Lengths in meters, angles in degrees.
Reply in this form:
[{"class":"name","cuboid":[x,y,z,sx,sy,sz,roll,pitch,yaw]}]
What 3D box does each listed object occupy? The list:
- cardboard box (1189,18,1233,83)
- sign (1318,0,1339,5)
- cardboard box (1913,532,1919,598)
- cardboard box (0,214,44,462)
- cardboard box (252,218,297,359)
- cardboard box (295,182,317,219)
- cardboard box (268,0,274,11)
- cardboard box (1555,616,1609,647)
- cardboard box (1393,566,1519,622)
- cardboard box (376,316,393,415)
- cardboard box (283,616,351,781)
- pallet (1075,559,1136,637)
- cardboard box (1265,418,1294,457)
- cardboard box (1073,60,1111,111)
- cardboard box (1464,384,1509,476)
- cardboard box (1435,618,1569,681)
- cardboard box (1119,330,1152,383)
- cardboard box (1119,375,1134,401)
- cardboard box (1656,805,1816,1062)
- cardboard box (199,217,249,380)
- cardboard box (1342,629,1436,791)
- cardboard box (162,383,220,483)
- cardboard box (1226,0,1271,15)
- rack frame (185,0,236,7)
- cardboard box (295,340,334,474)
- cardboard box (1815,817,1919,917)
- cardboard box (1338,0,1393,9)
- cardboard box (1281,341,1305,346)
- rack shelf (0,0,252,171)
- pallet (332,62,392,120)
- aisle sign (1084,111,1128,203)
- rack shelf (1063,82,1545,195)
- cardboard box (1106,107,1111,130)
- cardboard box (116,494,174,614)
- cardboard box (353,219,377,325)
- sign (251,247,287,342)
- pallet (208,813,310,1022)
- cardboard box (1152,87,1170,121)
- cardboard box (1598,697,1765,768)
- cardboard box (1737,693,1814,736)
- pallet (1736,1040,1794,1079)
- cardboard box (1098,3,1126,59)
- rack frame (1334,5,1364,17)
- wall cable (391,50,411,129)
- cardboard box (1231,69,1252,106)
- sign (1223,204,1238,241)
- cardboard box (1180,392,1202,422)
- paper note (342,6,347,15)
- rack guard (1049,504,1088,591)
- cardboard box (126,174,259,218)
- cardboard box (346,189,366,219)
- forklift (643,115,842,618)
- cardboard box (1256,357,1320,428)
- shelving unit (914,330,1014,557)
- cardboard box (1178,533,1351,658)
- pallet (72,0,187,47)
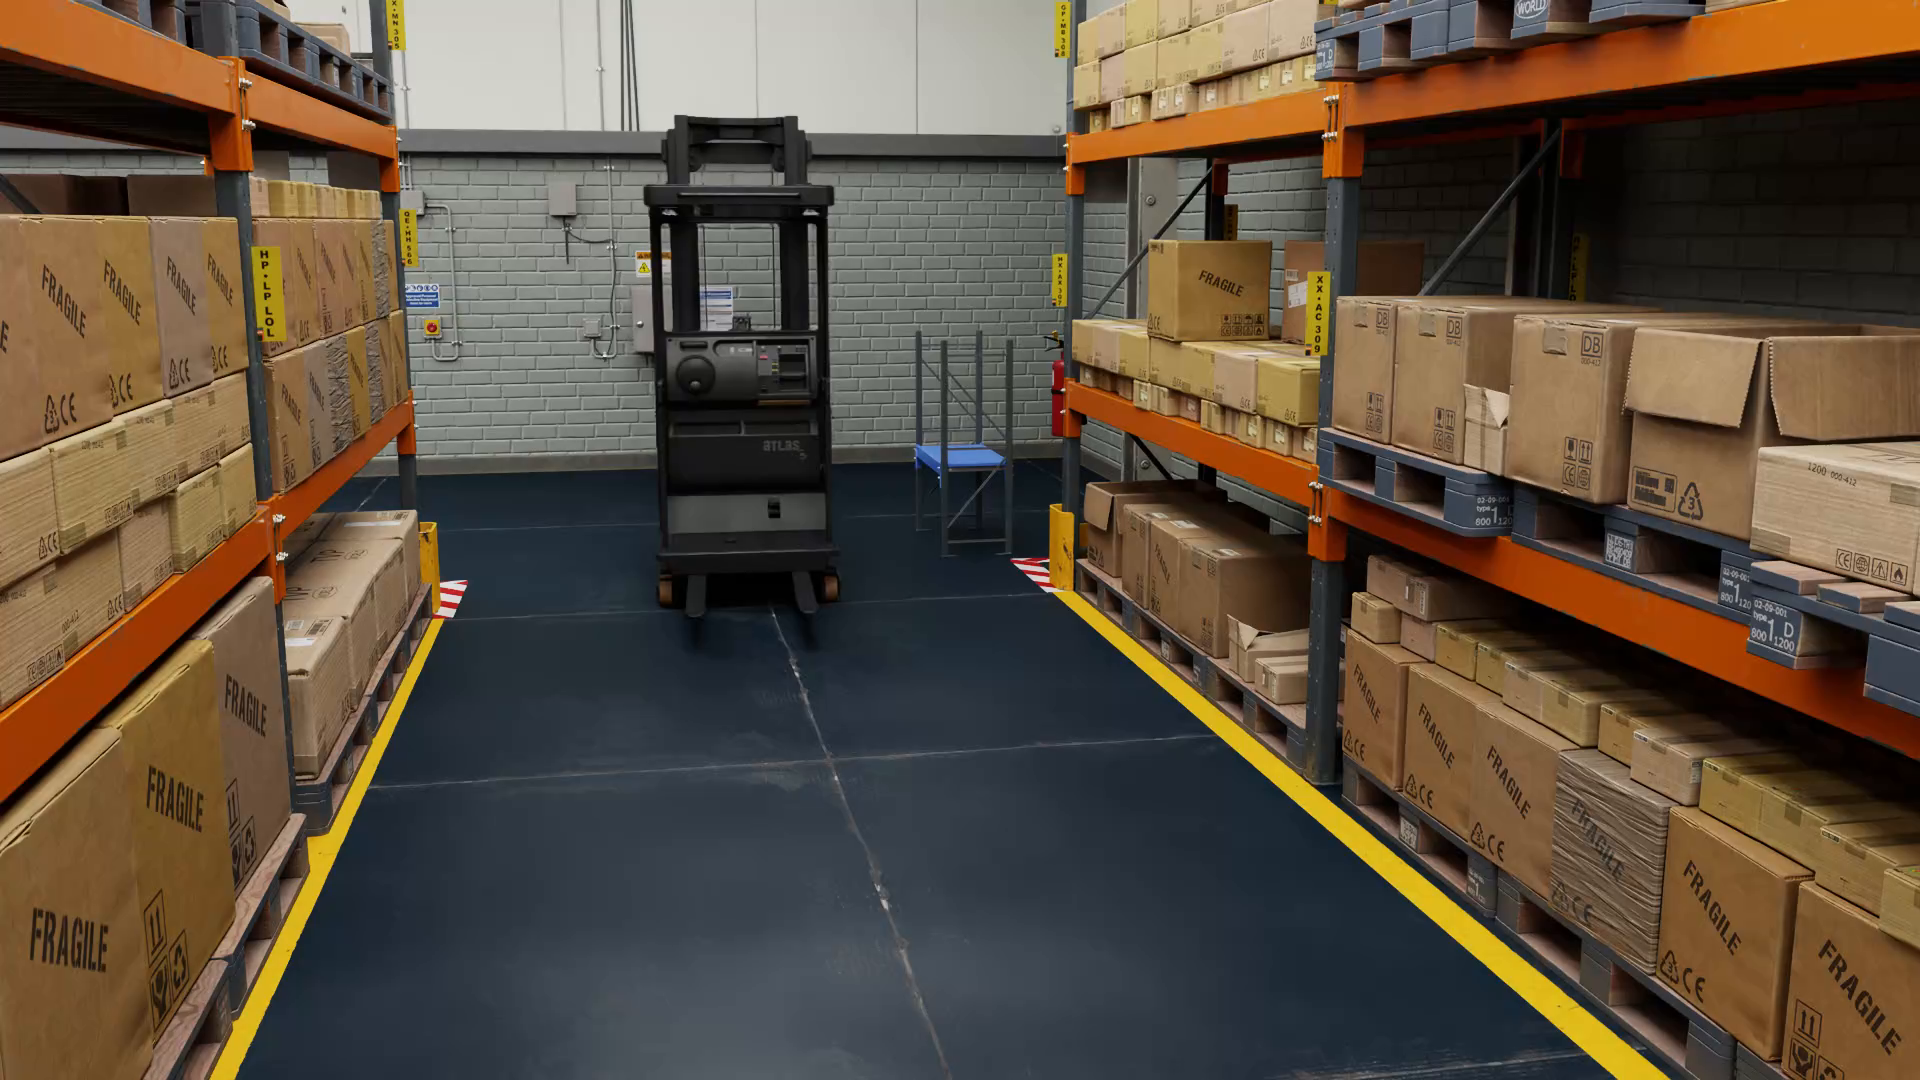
[{"class":"cardboard box","cuboid":[1.397,-2.297,7.828,0.500,0.250,0.500,-2,11,-10]},{"class":"sign","cuboid":[1.405,-2.189,6.271,0.100,0.325,0.005,-2,11,-11]},{"class":"cardboard box","cuboid":[2.210,0.061,3.400,0.380,0.149,0.250,-2,11,-10]},{"class":"cardboard box","cuboid":[-2.202,-0.394,3.301,0.500,0.500,0.500,-2,11,-9]},{"class":"cardboard box","cuboid":[-2.787,-0.938,6.161,0.500,0.500,0.500,-2,11,-11]},{"class":"cardboard box","cuboid":[-2.907,-1.417,6.944,0.380,0.149,0.250,-2,11,-13]},{"class":"cardboard box","cuboid":[-3.226,-2.327,6.713,0.797,0.503,0.637,-1,11,-7]},{"class":"cardboard box","cuboid":[2.402,0.370,6.060,0.380,0.149,0.250,-2,11,-10]},{"class":"cardboard box","cuboid":[1.842,0.195,6.179,0.380,0.149,0.250,-3,11,-14]},{"class":"cardboard box","cuboid":[-3.274,-0.913,8.703,0.500,0.500,0.500,-2,11,-12]},{"class":"cardboard box","cuboid":[-2.949,0.632,6.584,0.875,0.438,0.875,-2,11,-12]},{"class":"pallet","cuboid":[1.329,0.314,9.985,1.003,0.211,1.213,-2,11,-11]},{"class":"cardboard box","cuboid":[1.554,-0.456,7.240,0.380,0.149,0.250,-2,11,-9]},{"class":"cardboard box","cuboid":[0.976,-2.671,9.791,0.500,0.250,0.500,-2,11,-12]},{"class":"cardboard box","cuboid":[1.830,-0.354,5.272,0.396,0.266,0.258,-2,11,-8]},{"class":"cardboard box","cuboid":[1.936,0.390,5.951,0.380,0.149,0.250,-3,11,-14]},{"class":"cardboard box","cuboid":[1.182,-1.011,9.089,0.500,0.250,0.500,-2,11,-12]},{"class":"cardboard box","cuboid":[1.122,-0.882,9.481,0.380,0.149,0.250,-2,11,-9]},{"class":"cardboard box","cuboid":[2.229,1.015,4.405,0.500,0.500,0.500,-2,11,-9]},{"class":"cardboard box","cuboid":[-2.599,-0.769,5.273,0.500,0.500,0.500,-2,11,-9]},{"class":"cardboard box","cuboid":[1.809,0.636,6.396,0.500,0.500,0.500,-2,11,-9]},{"class":"cardboard box","cuboid":[-2.503,-0.310,4.867,0.500,0.250,0.500,-2,11,-10]},{"class":"cardboard box","cuboid":[1.494,-2.451,7.297,0.500,0.250,0.500,-2,11,-12]},{"class":"rack frame","cuboid":[-2.932,-3.249,5.198,1.000,3.000,0.127,-2,11,-11]},{"class":"cardboard box","cuboid":[-2.860,-0.539,6.737,0.500,0.500,0.500,-2,11,-11]},{"class":"cardboard box","cuboid":[2.278,0.774,3.937,0.380,0.149,0.250,-2,11,-13]},{"class":"cardboard box","cuboid":[1.604,-2.019,6.041,0.380,0.149,0.250,-2,11,-10]},{"class":"cardboard box","cuboid":[1.902,-0.842,8.205,0.500,0.250,0.500,-2,11,-10]},{"class":"rack shelf","cuboid":[-2.543,-1.055,3.618,1.077,0.370,4.000,-2,11,-11]},{"class":"pallet","cuboid":[-3.556,-2.330,8.628,1.003,0.211,1.213,-2,11,-11]},{"class":"aisle sign","cuboid":[0.857,-2.495,10.332,0.394,0.787,0.004,-2,11,-11]},{"class":"rack shelf","cuboid":[1.547,-1.970,8.425,1.077,0.370,4.000,-2,11,-11]},{"class":"cardboard box","cuboid":[1.069,-2.452,9.709,0.380,0.149,0.250,-2,11,-10]},{"class":"cardboard box","cuboid":[-2.420,0.032,4.408,0.500,0.250,0.500,-2,11,-13]},{"class":"cardboard box","cuboid":[-3.159,-1.310,8.116,0.500,0.500,0.500,-2,11,-11]},{"class":"sign","cuboid":[-2.402,-0.853,5.771,0.100,0.325,0.005,-2,11,-11]},{"class":"pallet","cuboid":[-2.708,1.207,5.290,1.003,0.211,1.213,-2,11,-11]},{"class":"cardboard box","cuboid":[1.195,-2.215,8.461,0.380,0.149,0.250,-2,11,-11]},{"class":"cardboard box","cuboid":[2.141,0.581,4.947,0.380,0.149,0.250,-2,11,-11]},{"class":"cardboard box","cuboid":[2.603,0.561,5.056,0.380,0.149,0.250,-3,11,-13]},{"class":"pallet","cuboid":[2.606,1.482,3.844,1.003,0.211,1.213,-2,11,-11]},{"class":"cardboard box","cuboid":[1.078,-2.824,9.255,0.500,0.250,0.500,-2,11,-11]},{"class":"rack frame","cuboid":[1.936,-3.430,6.150,1.000,3.000,0.127,-2,11,-11]},{"class":"wall cable","cuboid":[-5.093,-5.015,14.480,0.463,3.000,0.029,-2,11,-11]},{"class":"cardboard box","cuboid":[1.445,-2.028,7.478,0.380,0.149,0.250,-2,11,-11]},{"class":"sign","cuboid":[1.706,-1.957,10.514,0.100,0.325,0.005,-2,11,-11]},{"class":"cardboard box","cuboid":[1.344,-0.692,8.483,0.380,0.149,0.250,-2,11,-11]},{"class":"paper note","cuboid":[-2.731,-2.353,7.380,0.006,0.032,0.123,-2,11,-11]},{"class":"rack guard","cuboid":[1.173,0.025,10.726,1.175,0.500,0.348,-2,11,-11]},{"class":"cardboard box","cuboid":[-2.739,-1.228,5.949,0.380,0.149,0.250,-2,11,-12]},{"class":"cardboard box","cuboid":[-3.230,-1.698,8.419,0.380,0.149,0.250,-2,11,-10]},{"class":"forklift","cuboid":[-1.325,-1.102,10.150,1.130,2.935,3.031,-2,11,-8]},{"class":"cardboard box","cuboid":[1.598,-0.640,7.141,0.500,0.250,0.500,-2,11,-10]},{"class":"shelving unit","cuboid":[0.017,-0.721,11.974,0.538,1.500,1.048,-2,11,-11]},{"class":"cardboard box","cuboid":[1.514,0.269,8.321,0.700,0.500,0.500,-3,11,-13]},{"class":"pallet","cuboid":[-2.705,-1.515,4.622,0.805,0.209,1.217,-3,11,-13]}]
